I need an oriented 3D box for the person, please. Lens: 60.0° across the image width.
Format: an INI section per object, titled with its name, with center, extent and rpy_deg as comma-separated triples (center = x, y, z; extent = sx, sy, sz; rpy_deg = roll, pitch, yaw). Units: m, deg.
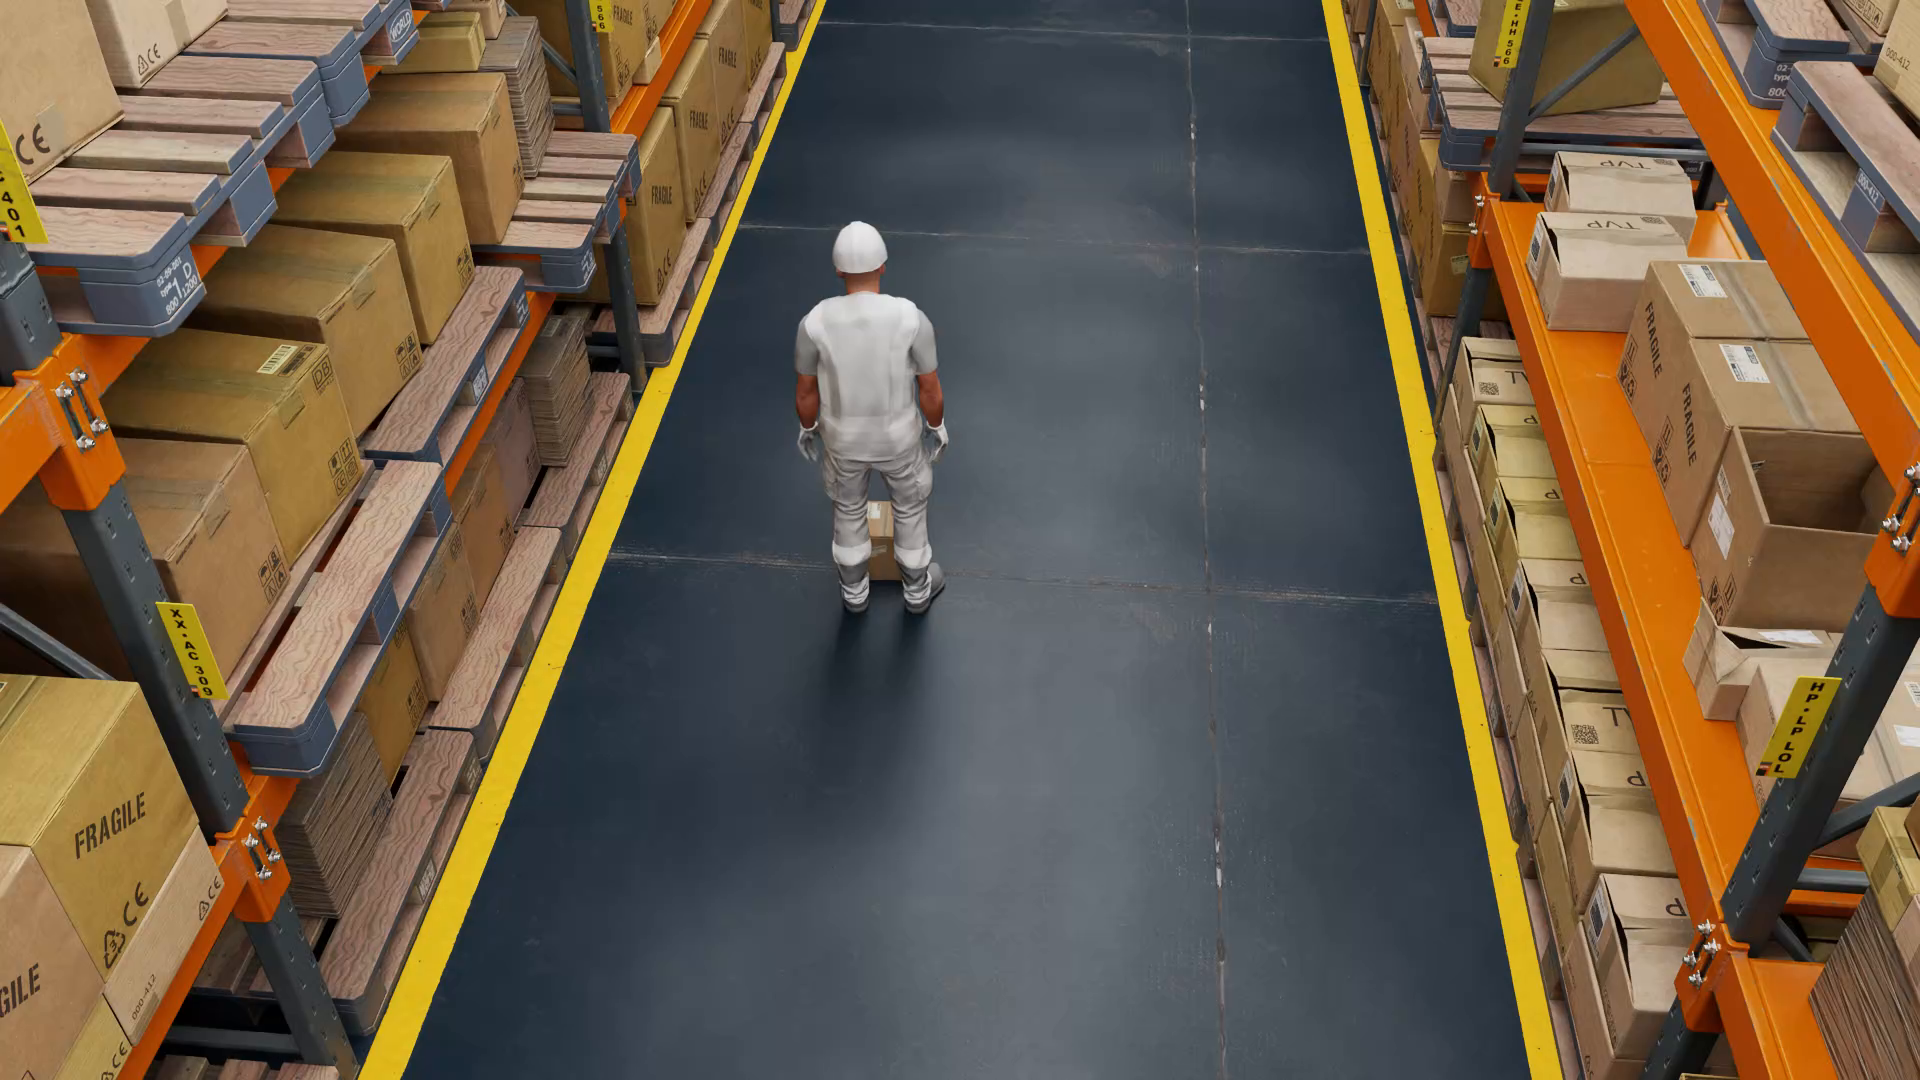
[person]
center = -0.351, -0.440, 6.676
extent = 0.610, 1.777, 0.452
rpy_deg = 1, 40, 1
